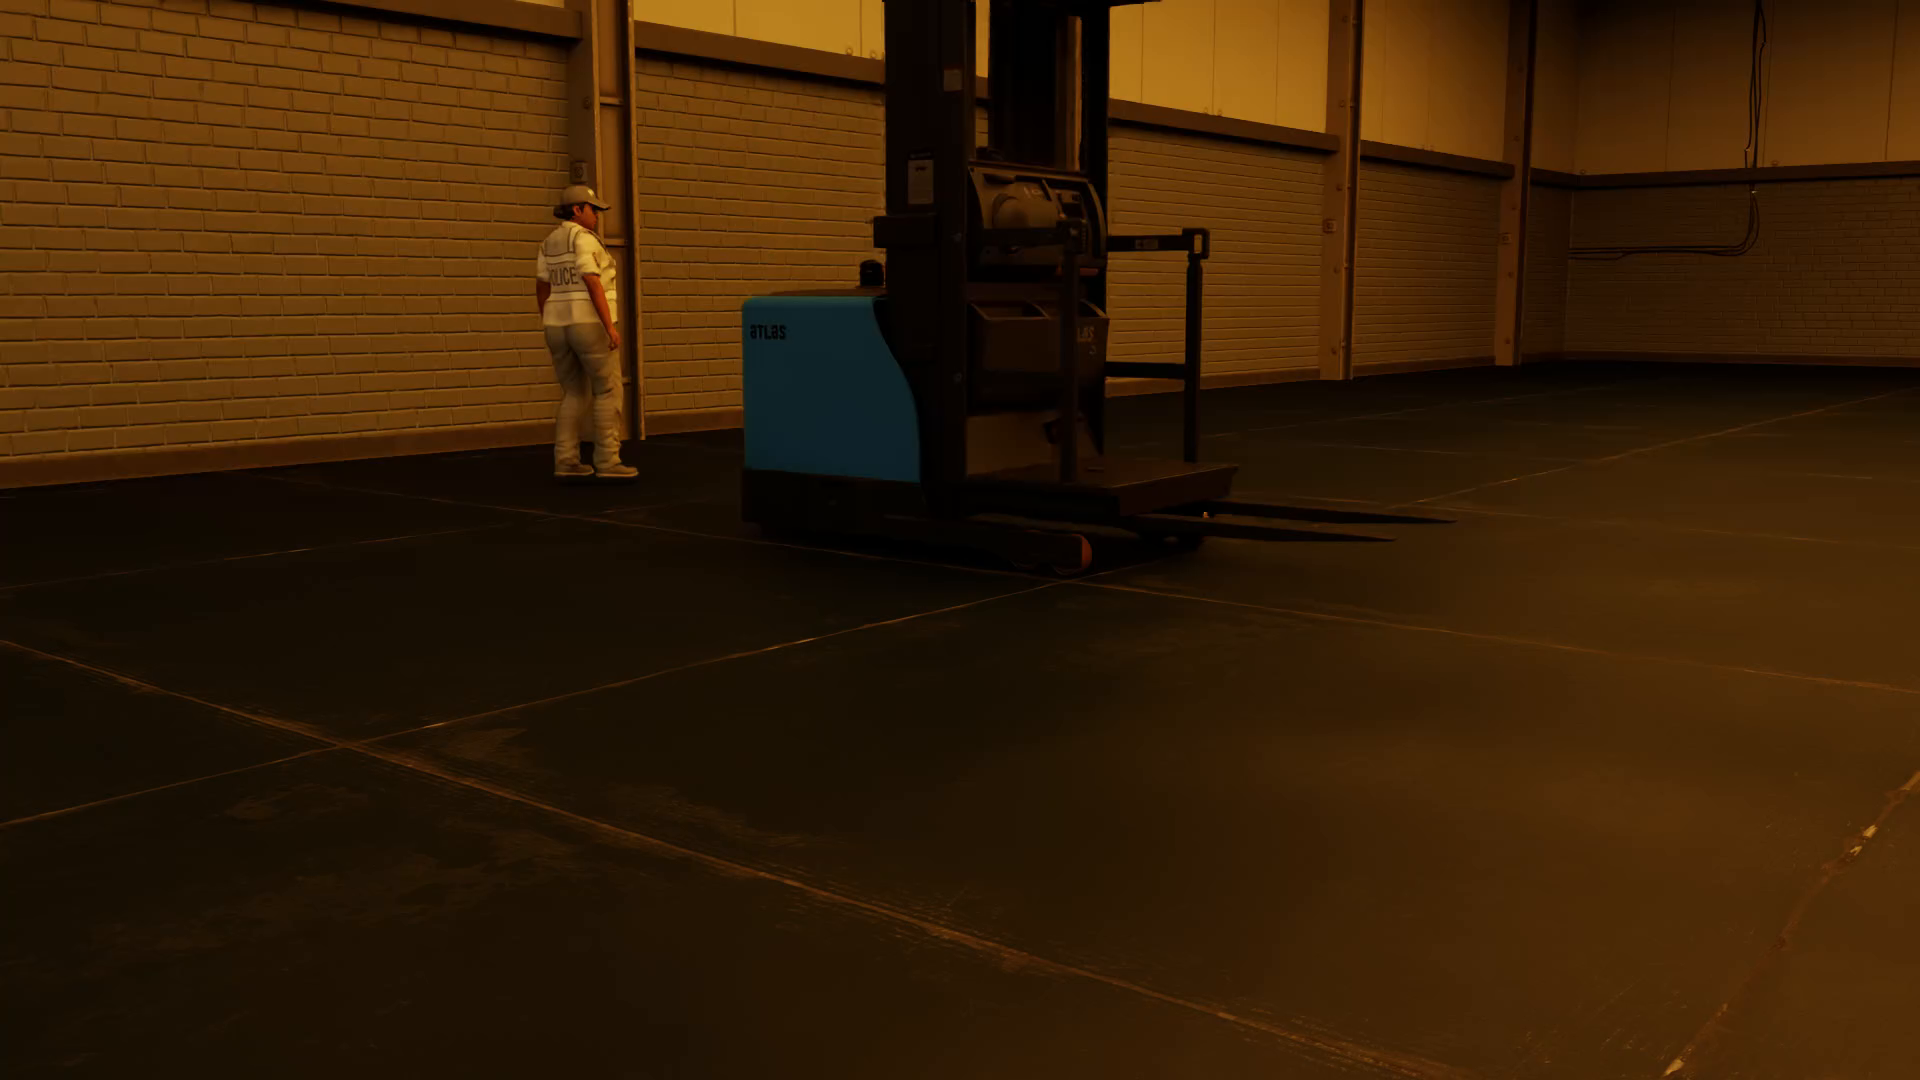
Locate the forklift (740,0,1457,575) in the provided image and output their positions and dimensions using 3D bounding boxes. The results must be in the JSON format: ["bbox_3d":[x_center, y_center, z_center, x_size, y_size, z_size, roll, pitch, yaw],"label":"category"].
[{"bbox_3d":[0.499,-1.399,6.842,3.031,2.935,1.130,6,10,36],"label":"forklift"}]

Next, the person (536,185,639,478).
[{"bbox_3d":[-2.135,-1.185,9.504,0.611,1.663,0.437,6,10,36],"label":"person"}]
